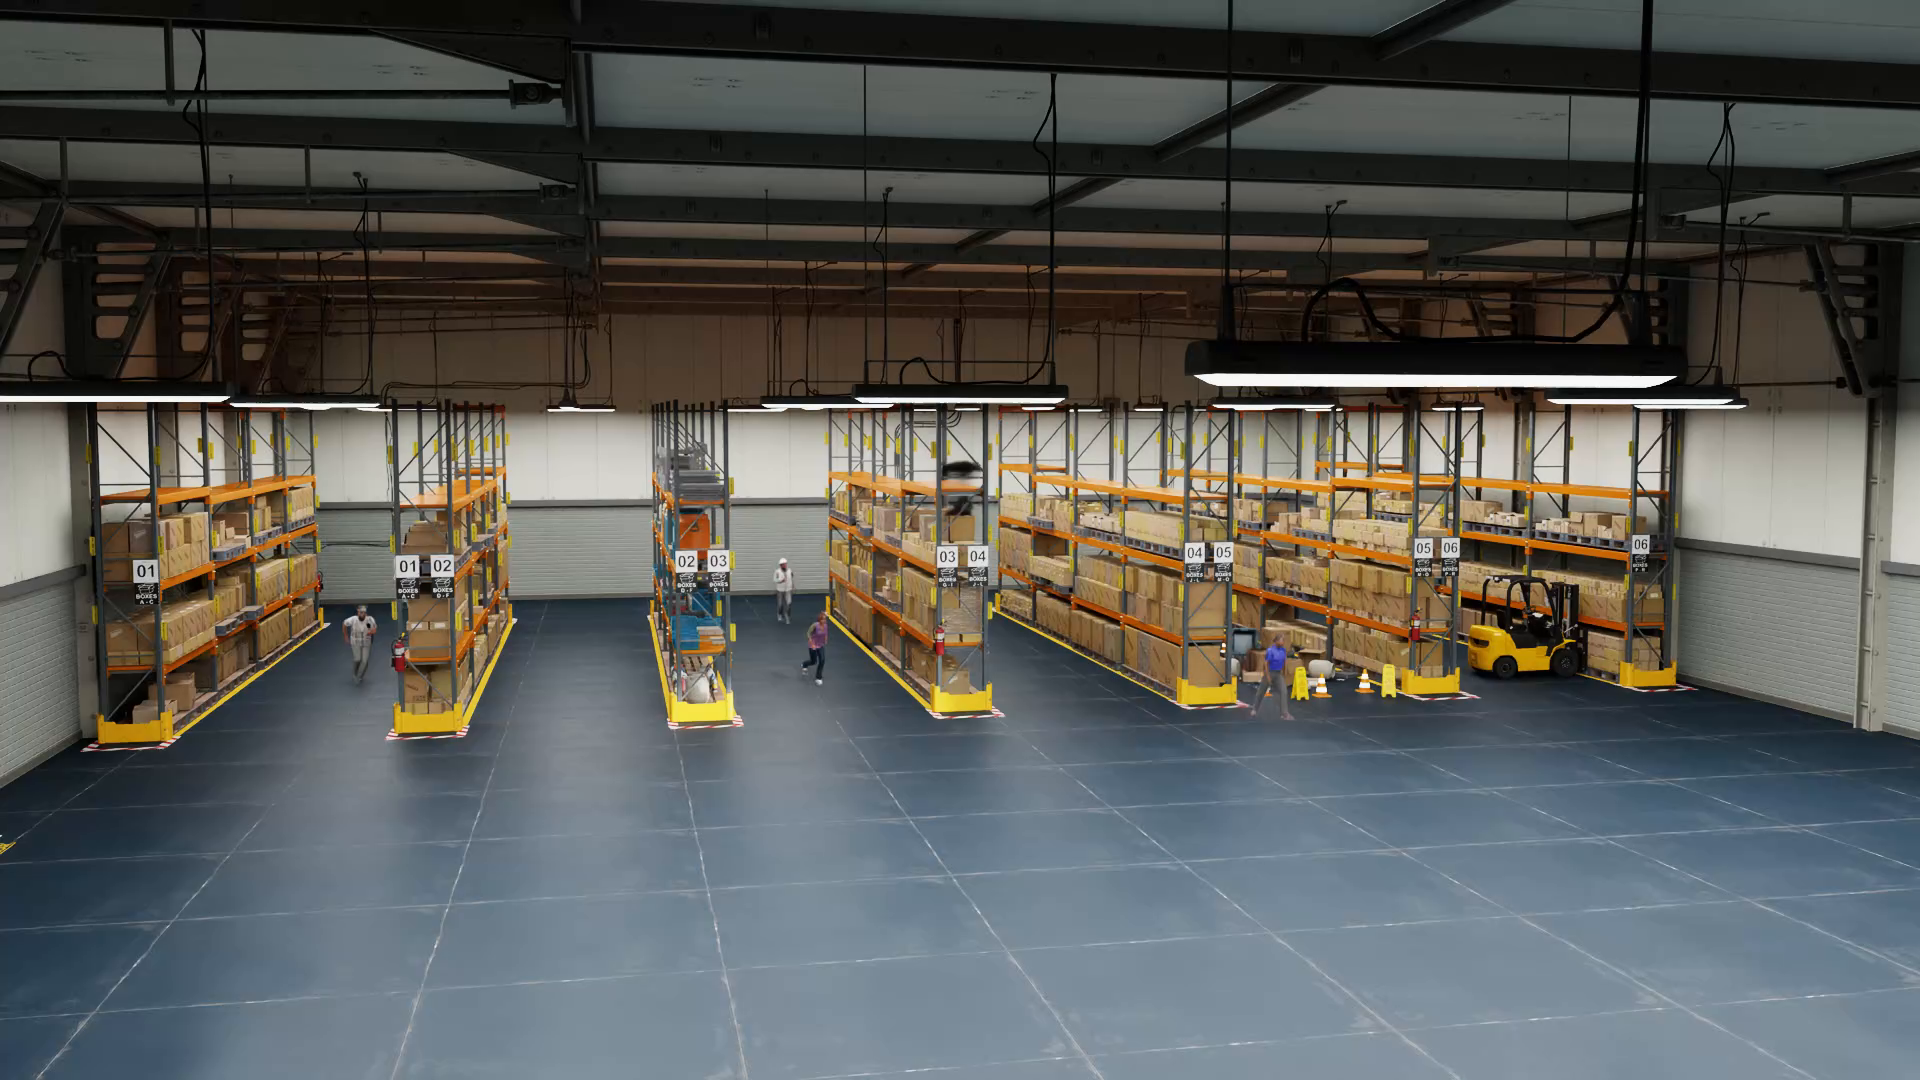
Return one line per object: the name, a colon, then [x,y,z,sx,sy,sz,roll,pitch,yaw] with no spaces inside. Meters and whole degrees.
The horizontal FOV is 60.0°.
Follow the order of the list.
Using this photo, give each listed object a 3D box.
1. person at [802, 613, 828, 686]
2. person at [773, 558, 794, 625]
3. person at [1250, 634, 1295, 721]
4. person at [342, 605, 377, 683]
person: [-3.113,2.303,35.504,0.551,1.553,0.861,-4,6,-41]
person: [-4.817,1.411,45.491,0.621,1.832,0.850,-1,4,-15]
person: [5.897,2.559,31.317,0.627,1.612,0.871,-2,5,-28]
person: [-12.736,2.220,35.341,0.663,1.697,0.728,-2,5,-29]
